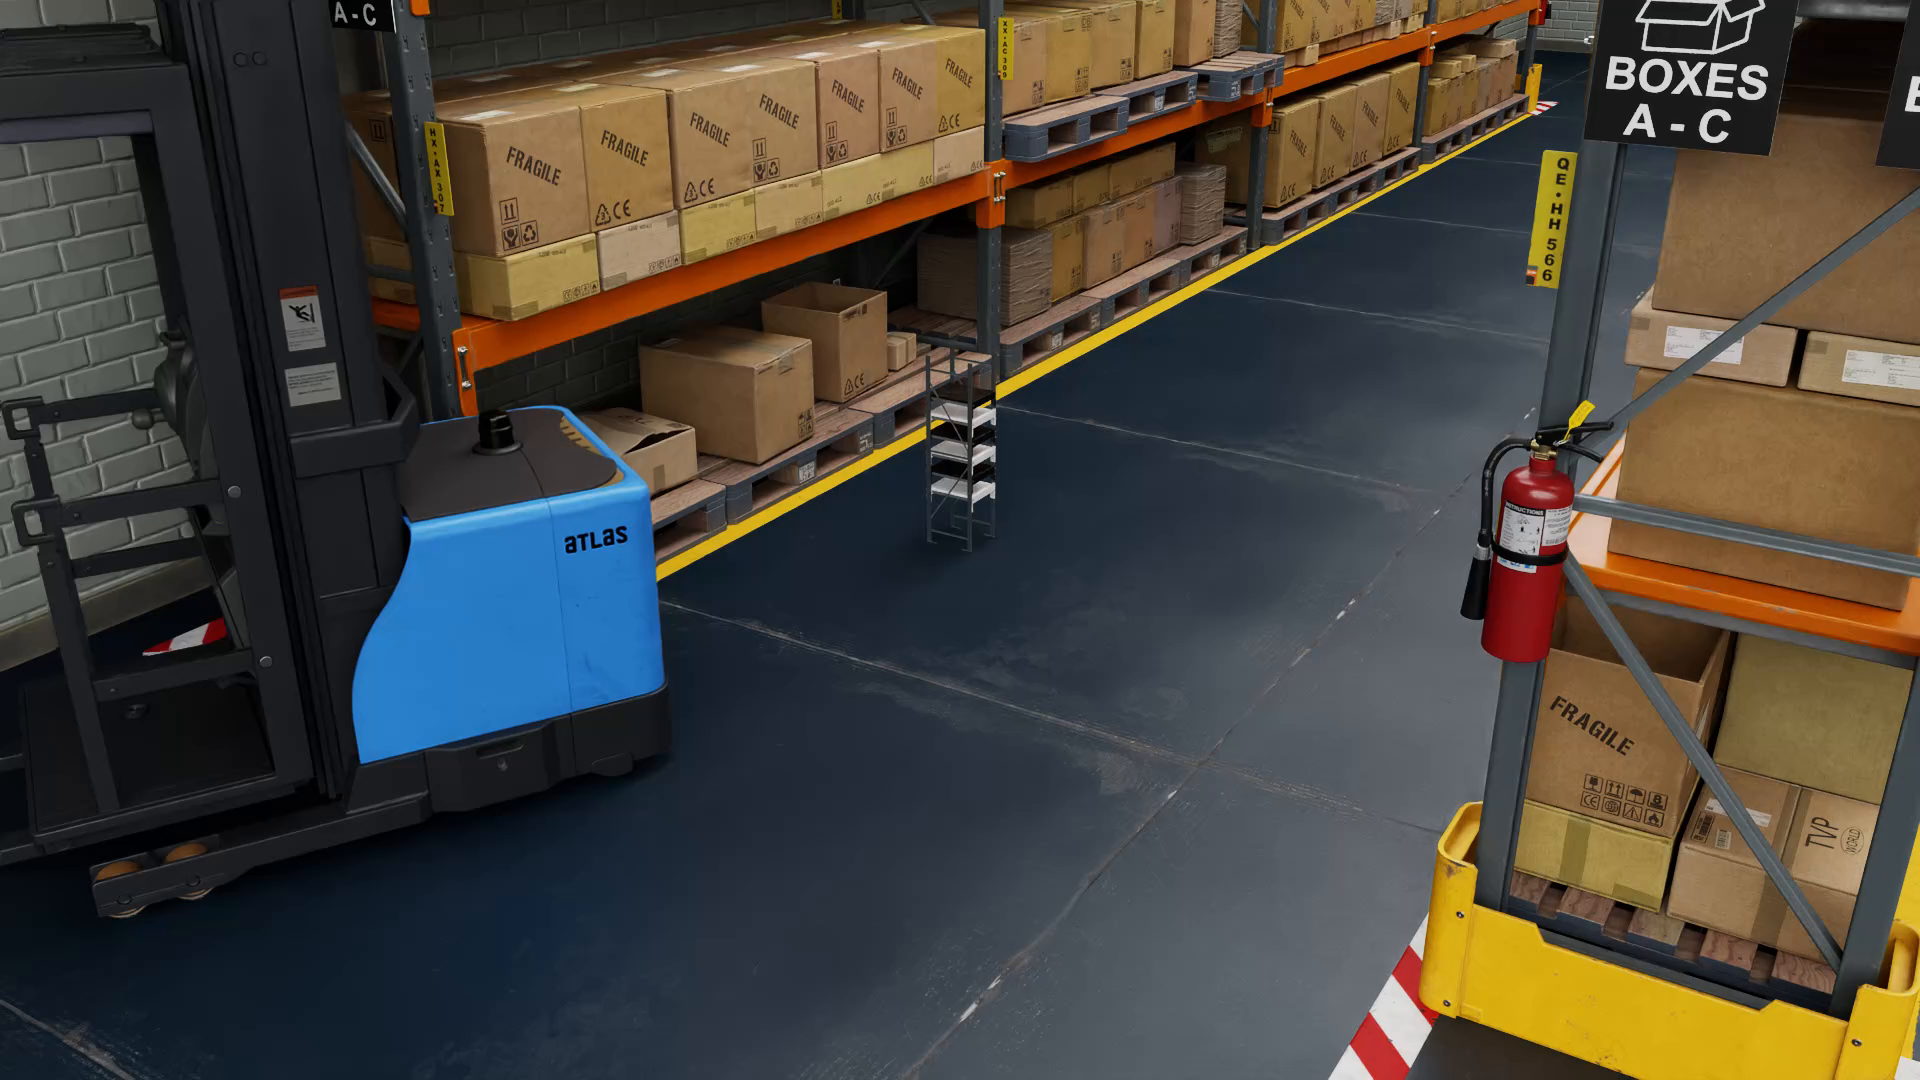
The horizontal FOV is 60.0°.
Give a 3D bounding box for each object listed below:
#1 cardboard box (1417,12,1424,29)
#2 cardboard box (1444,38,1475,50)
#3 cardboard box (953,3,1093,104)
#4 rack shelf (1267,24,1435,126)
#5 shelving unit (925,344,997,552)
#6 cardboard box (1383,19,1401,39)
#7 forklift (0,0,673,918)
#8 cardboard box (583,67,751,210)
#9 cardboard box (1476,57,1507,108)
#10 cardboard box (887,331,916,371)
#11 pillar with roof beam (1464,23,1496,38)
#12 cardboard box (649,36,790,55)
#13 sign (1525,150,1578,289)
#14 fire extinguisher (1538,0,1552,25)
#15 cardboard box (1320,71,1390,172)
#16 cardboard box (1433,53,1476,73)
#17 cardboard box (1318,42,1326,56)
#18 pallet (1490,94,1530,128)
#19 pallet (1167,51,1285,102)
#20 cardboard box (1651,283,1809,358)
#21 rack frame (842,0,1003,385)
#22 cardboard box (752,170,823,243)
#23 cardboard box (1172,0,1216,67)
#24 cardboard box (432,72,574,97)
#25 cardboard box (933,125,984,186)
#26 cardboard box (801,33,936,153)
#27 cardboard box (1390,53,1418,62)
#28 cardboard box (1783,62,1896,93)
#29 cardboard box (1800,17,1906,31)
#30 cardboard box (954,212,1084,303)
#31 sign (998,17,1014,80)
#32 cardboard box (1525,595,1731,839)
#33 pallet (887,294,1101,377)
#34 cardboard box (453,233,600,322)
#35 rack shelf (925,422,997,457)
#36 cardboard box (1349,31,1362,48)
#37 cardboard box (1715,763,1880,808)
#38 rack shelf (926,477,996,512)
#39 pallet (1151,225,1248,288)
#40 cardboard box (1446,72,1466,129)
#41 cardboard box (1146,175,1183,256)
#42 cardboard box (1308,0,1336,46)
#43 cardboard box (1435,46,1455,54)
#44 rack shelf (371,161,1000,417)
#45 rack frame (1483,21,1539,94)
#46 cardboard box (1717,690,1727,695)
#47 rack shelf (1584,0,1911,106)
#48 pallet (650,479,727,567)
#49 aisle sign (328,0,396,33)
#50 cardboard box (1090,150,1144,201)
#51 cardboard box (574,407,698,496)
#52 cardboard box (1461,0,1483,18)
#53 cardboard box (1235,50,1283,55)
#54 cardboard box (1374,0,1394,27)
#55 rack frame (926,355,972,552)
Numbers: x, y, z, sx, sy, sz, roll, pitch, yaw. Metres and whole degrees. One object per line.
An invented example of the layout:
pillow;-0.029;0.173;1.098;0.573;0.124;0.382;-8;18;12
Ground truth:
cardboard box;4.064;-4.815;15.387;0.380;0.149;0.250;14;27;29
cardboard box;5.457;-5.443;18.349;0.380;0.149;0.250;14;27;29
cardboard box;0.380;-2.994;10.210;0.700;0.500;0.500;17;29;34
rack shelf;2.946;-4.089;14.325;1.077;0.370;4.000;14;27;29
shelving unit;0.004;-0.416;7.578;0.258;0.900;0.210;14;27;29
cardboard box;3.686;-4.545;14.764;0.380;0.149;0.250;14;27;29
forklift;-2.558;-0.431;5.057;3.031;2.935;1.130;-13;26;-27
cardboard box;-1.274;-1.764;7.270;0.500;0.500;0.500;13;27;27
cardboard box;5.563;-5.064;18.289;0.700;0.500;0.500;14;27;29
cardboard box;-0.475;-1.109;9.549;0.380;0.166;0.250;10;25;22
pillar with roof beam;10.458;-9.388;18.108;9.100;9.000;0.400;14;27;29
cardboard box;-1.188;-2.223;8.329;0.500;0.500;0.500;15;27;30
sign;1.428;-0.766;3.987;0.100;0.325;0.005;14;27;29
fire extinguisher;6.583;-6.192;18.844;0.296;0.674;0.183;14;27;29
cardboard box;3.303;-3.753;14.821;0.750;0.750;0.750;15;27;31
cardboard box;5.094;-4.922;17.145;0.380;0.149;0.250;13;27;27
cardboard box;2.772;-4.056;13.634;0.380;0.149;0.250;15;27;30
pallet;5.756;-4.878;18.753;1.003;0.211;1.213;14;27;29
pallet;1.606;-3.393;12.054;1.213;0.211;1.003;14;27;29
cardboard box;2.058;-0.608;4.437;0.380;0.149;0.250;15;27;30
rack frame;-0.219;-2.394;9.505;1.000;3.000;0.127;14;27;29
cardboard box;-0.997;-1.602;7.838;0.500;0.250;0.500;14;27;29
cardboard box;1.380;-3.637;11.696;0.700;0.500;0.500;11;26;24
cardboard box;-1.987;-1.700;7.121;0.500;0.500;0.500;14;27;30
cardboard box;-0.211;-2.111;9.014;0.500;0.250;0.500;14;27;29
cardboard box;-0.464;-2.285;8.471;0.500;0.500;0.500;14;27;29
cardboard box;4.652;-4.928;17.160;0.380;0.149;0.250;13;27;27
cardboard box;2.440;-1.000;4.525;0.700;0.500;0.500;13;27;28
cardboard box;3.233;-1.508;5.698;0.700;0.500;0.500;14;27;29
cardboard box;0.385;-1.886;10.923;0.700;0.500;0.500;13;27;28
sign;0.246;-2.680;9.076;0.100;0.325;0.005;14;27;29
cardboard box;1.912;0.474;4.867;0.500;0.500;0.500;14;27;29
pallet;0.191;-1.378;10.666;1.003;0.211;1.213;14;27;29
cardboard box;-1.801;-1.083;6.639;0.500;0.250;0.500;13;27;27
rack shelf;0.004;-0.468;7.555;0.258;0.077;0.200;14;27;29
cardboard box;3.206;-4.308;14.216;0.380;0.149;0.250;15;27;31
cardboard box;2.614;0.758;5.156;0.500;0.250;0.500;14;27;29
rack shelf;0.004;-0.220;7.662;0.258;0.077;0.200;14;27;29
pallet;1.478;-2.201;12.569;1.003;0.211;1.213;14;27;29
cardboard box;4.751;-4.540;17.078;0.700;0.500;0.500;14;27;28
cardboard box;1.185;-2.396;12.101;0.700;0.500;0.500;14;27;29
cardboard box;2.649;-4.221;13.199;0.500;0.500;0.500;15;28;31
cardboard box;5.056;-5.186;17.755;0.380;0.149;0.250;14;27;29
rack shelf;-1.274;-1.389;8.088;1.077;0.370;4.000;14;27;29
rack frame;6.111;-6.444;18.860;1.000;3.000;0.127;14;27;29
cardboard box;2.430;0.479;5.801;0.500;0.250;0.500;14;27;29
rack shelf;2.937;-1.729;5.097;1.077;0.370;4.000;14;27;29
pallet;-1.830;-0.057;7.616;1.003;0.211;1.213;14;27;29
aisle sign;-2.112;-2.150;5.668;0.394;0.787;0.004;14;27;29
cardboard box;0.935;-2.535;11.479;0.500;0.250;0.500;14;27;29
cardboard box;-1.586;-0.419;7.773;0.500;0.311;0.500;16;28;33
cardboard box;4.691;-5.657;16.664;0.980;0.700;0.700;13;27;28
cardboard box;2.262;-3.701;12.814;0.380;0.149;0.250;13;27;28
cardboard box;3.439;-4.735;14.387;0.500;0.500;0.500;14;27;29
rack frame;-0.049;-0.381;7.498;0.240;0.900;0.006;14;27;29
